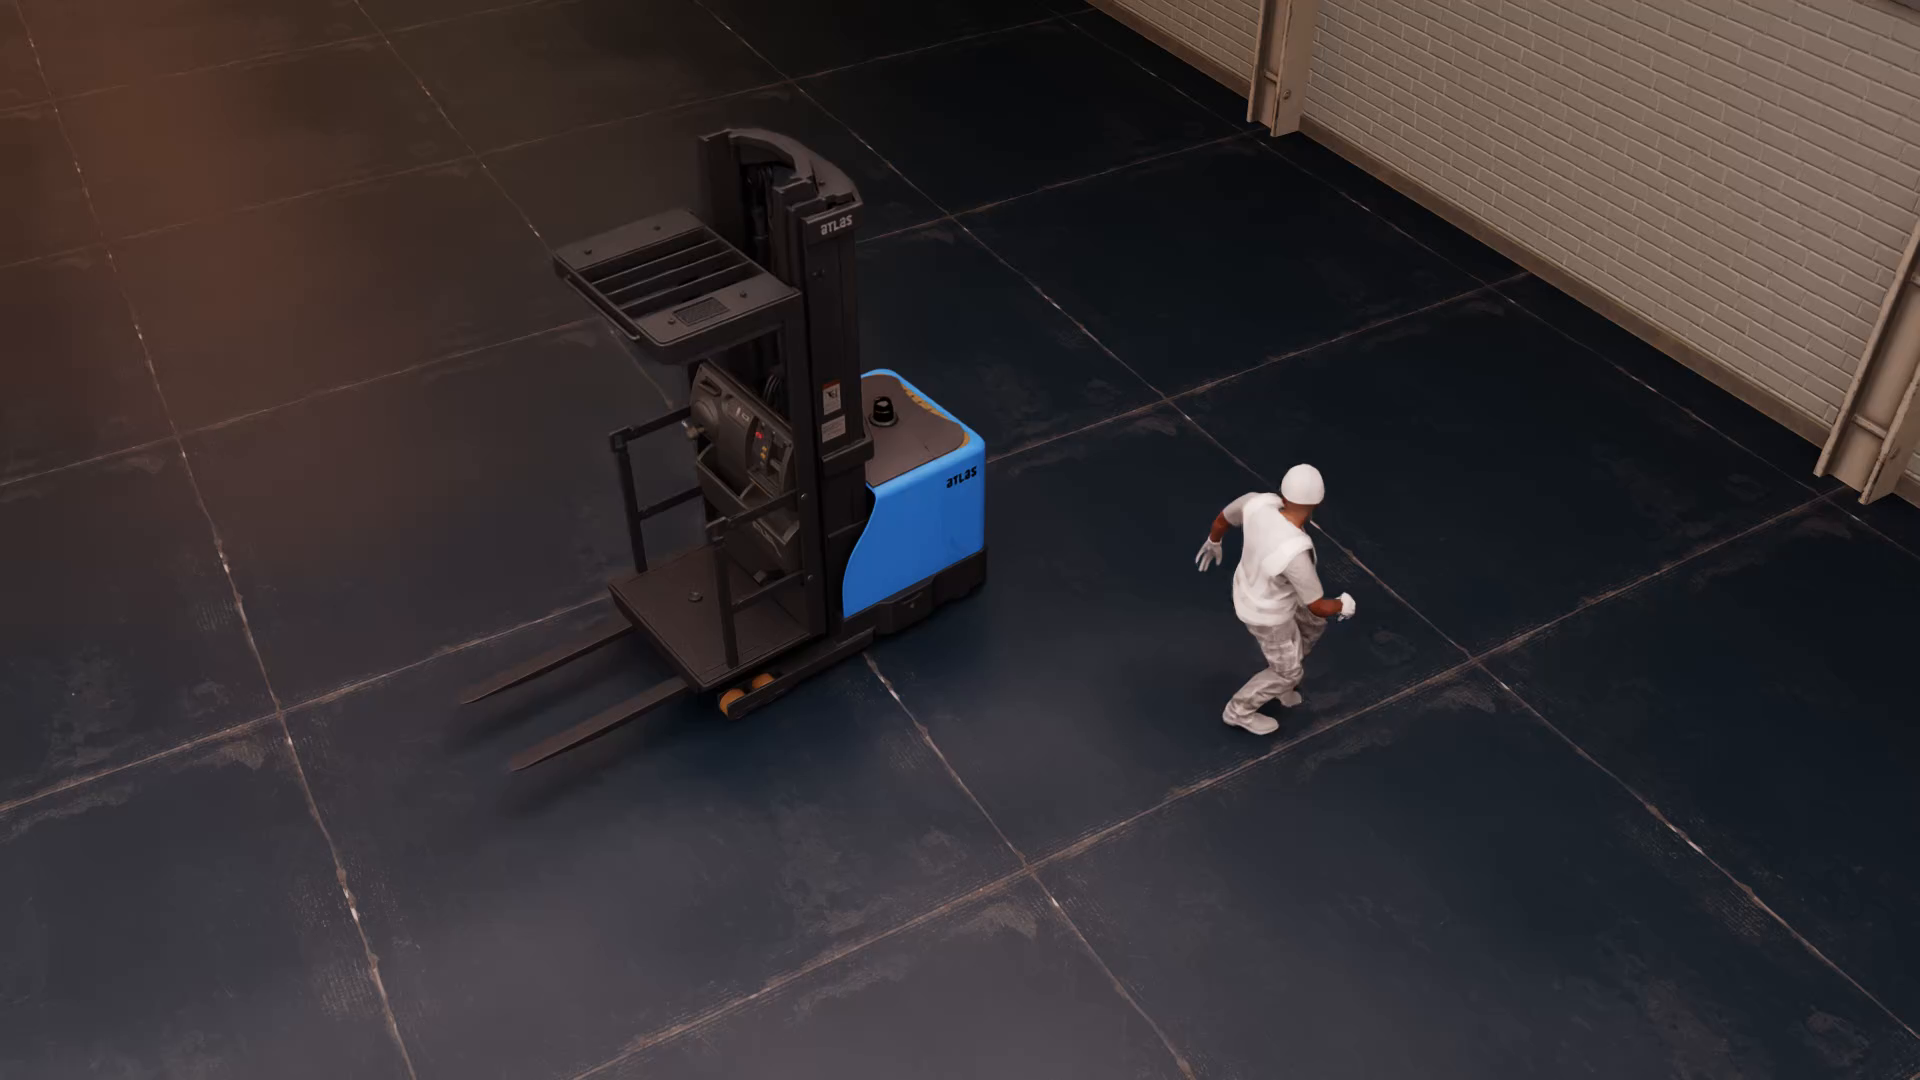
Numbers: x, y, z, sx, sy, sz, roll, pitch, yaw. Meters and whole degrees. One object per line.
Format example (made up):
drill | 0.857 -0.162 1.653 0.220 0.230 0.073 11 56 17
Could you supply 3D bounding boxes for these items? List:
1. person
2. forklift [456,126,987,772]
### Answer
person | 1.633 0.328 8.632 0.797 1.759 0.689 2 40 2
forklift | -1.316 -0.528 8.673 3.031 2.935 1.130 -26 46 -28
